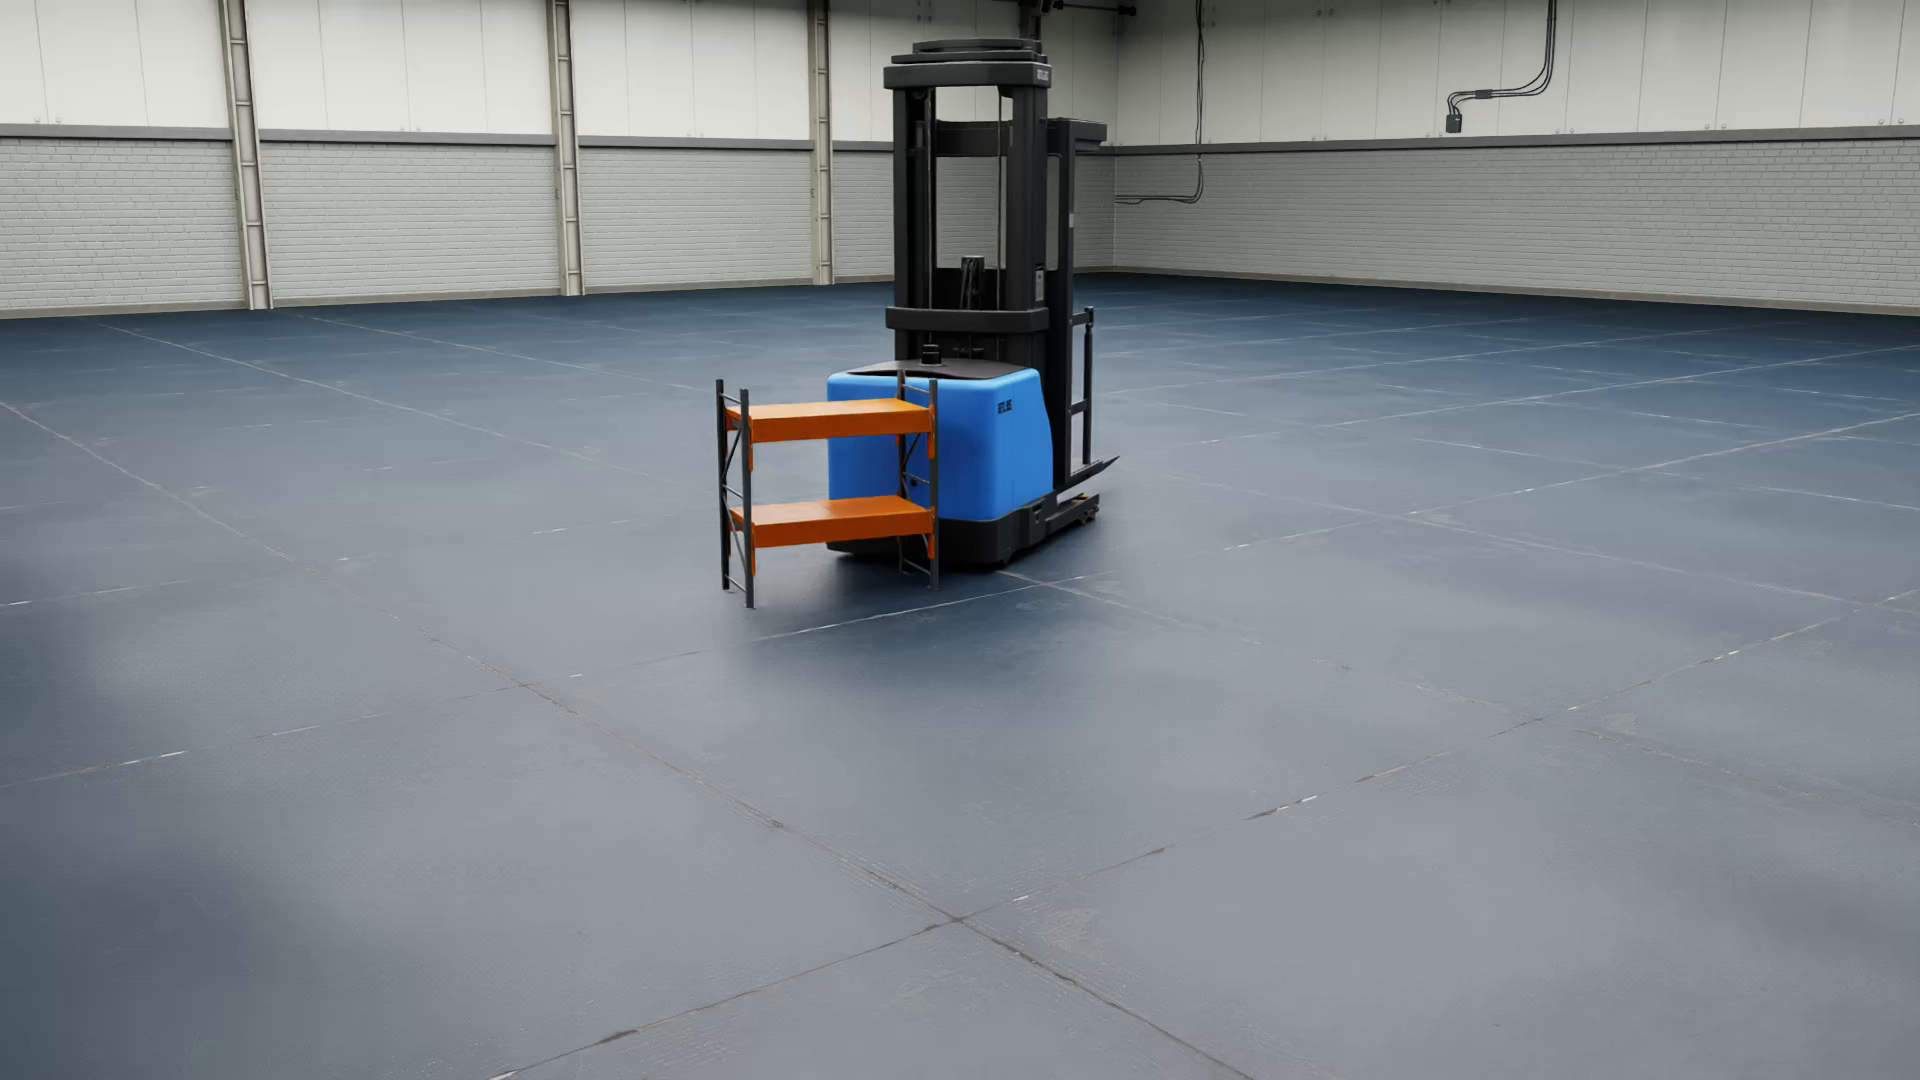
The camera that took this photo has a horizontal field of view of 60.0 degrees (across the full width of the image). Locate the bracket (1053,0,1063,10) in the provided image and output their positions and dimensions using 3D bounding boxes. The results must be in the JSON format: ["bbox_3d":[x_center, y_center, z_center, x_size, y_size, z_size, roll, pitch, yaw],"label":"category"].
[{"bbox_3d":[2.212,-12.588,39.079,0.430,0.232,0.235,-9,15,-38],"label":"bracket"}]

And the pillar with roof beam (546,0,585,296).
[{"bbox_3d":[-5.015,-8.575,28.849,0.400,9.000,9.100,-9,15,-38],"label":"pillar with roof beam"}]

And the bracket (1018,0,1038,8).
[{"bbox_3d":[1.564,-12.480,38.571,0.430,0.232,0.235,-9,15,-38],"label":"bracket"}]

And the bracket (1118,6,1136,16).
[{"bbox_3d":[4.063,-12.895,40.527,0.430,0.232,0.235,-9,15,-38],"label":"bracket"}]

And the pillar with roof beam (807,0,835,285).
[{"bbox_3d":[-0.329,-9.354,32.515,0.548,9.000,9.100,-9,15,-38],"label":"pillar with roof beam"}]

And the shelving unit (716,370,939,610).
[{"bbox_3d":[-0.694,-0.283,8.756,1.048,1.125,0.538,-5,13,-23],"label":"shelving unit"}]

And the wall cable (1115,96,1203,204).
[{"bbox_3d":[4.793,-9.480,40.583,0.112,2.526,3.097,-9,15,-38],"label":"wall cable"}]

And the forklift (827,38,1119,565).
[{"bbox_3d":[0.257,-1.557,10.406,1.130,2.935,3.031,5,13,22],"label":"forklift"}]

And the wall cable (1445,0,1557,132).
[{"bbox_3d":[10.711,-11.120,32.646,0.169,6.003,2.305,-9,15,-38],"label":"wall cable"}]

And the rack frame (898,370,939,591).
[{"bbox_3d":[-0.227,-0.325,8.953,0.032,1.125,0.500,-5,13,-23],"label":"rack frame"}]

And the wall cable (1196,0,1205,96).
[{"bbox_3d":[6.483,-11.511,37.992,0.112,2.526,3.097,-9,15,-38],"label":"wall cable"}]

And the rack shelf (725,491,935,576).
[{"bbox_3d":[-0.694,-0.044,8.806,1.000,0.278,0.538,-5,13,-23],"label":"rack shelf"}]

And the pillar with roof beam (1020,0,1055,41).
[{"bbox_3d":[4.356,-10.132,36.182,0.548,9.000,9.100,-9,15,-38],"label":"pillar with roof beam"}]

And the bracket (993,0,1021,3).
[{"bbox_3d":[-0.448,-12.146,36.997,4.783,0.066,0.076,-9,15,-38],"label":"bracket"}]

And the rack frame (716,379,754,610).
[{"bbox_3d":[-1.160,-0.241,8.558,0.032,1.125,0.500,-5,13,-23],"label":"rack frame"}]

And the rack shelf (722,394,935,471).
[{"bbox_3d":[-0.694,-0.570,8.695,1.000,0.278,0.538,-5,13,-23],"label":"rack shelf"}]

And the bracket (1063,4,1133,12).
[{"bbox_3d":[3.602,-12.819,40.166,3.189,0.066,0.076,-9,15,-38],"label":"bracket"}]

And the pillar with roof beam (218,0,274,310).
[{"bbox_3d":[-9.700,-7.797,25.182,0.400,9.000,9.100,-9,15,-38],"label":"pillar with roof beam"}]
